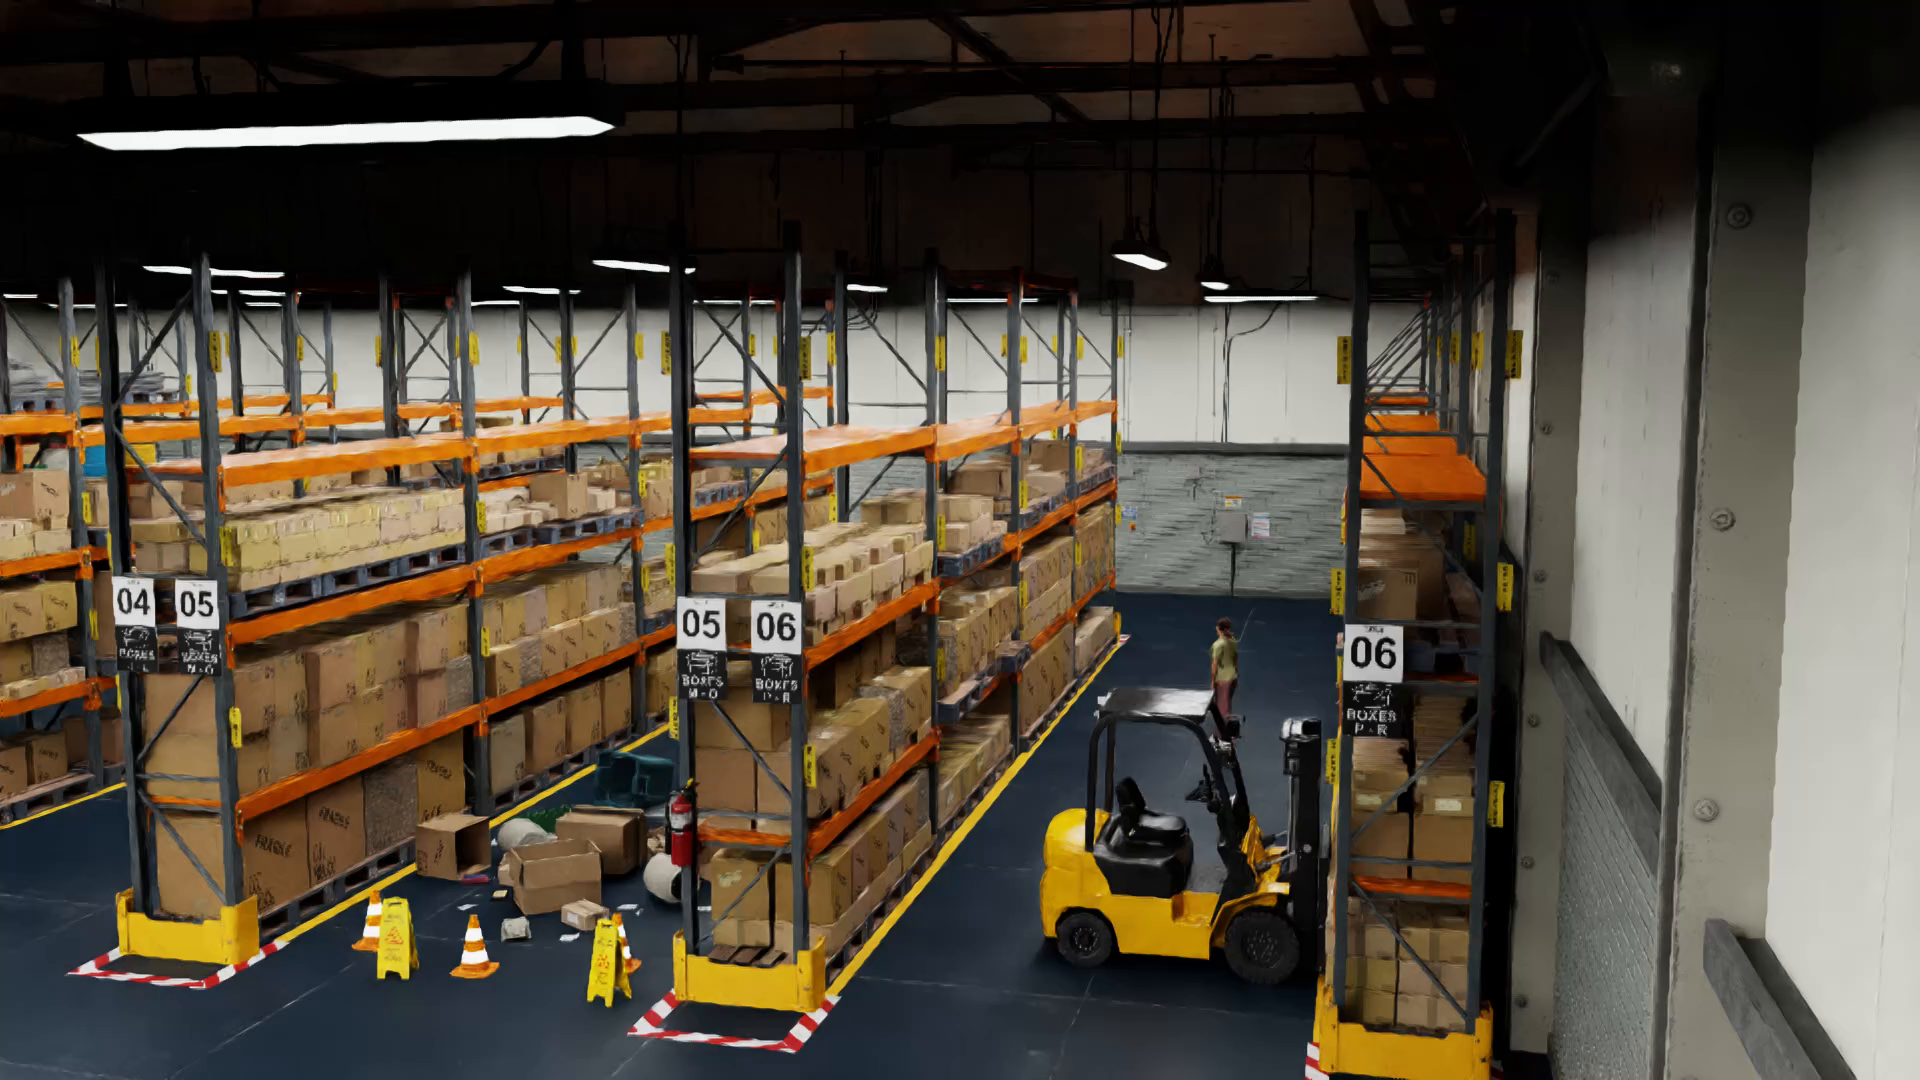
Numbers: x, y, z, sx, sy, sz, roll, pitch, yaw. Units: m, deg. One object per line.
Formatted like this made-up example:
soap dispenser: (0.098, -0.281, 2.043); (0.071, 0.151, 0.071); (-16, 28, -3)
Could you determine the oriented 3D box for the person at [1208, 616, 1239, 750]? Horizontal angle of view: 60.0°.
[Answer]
person: (3.286, 1.775, 20.931); (0.577, 1.665, 0.555); (5, 9, 38)
